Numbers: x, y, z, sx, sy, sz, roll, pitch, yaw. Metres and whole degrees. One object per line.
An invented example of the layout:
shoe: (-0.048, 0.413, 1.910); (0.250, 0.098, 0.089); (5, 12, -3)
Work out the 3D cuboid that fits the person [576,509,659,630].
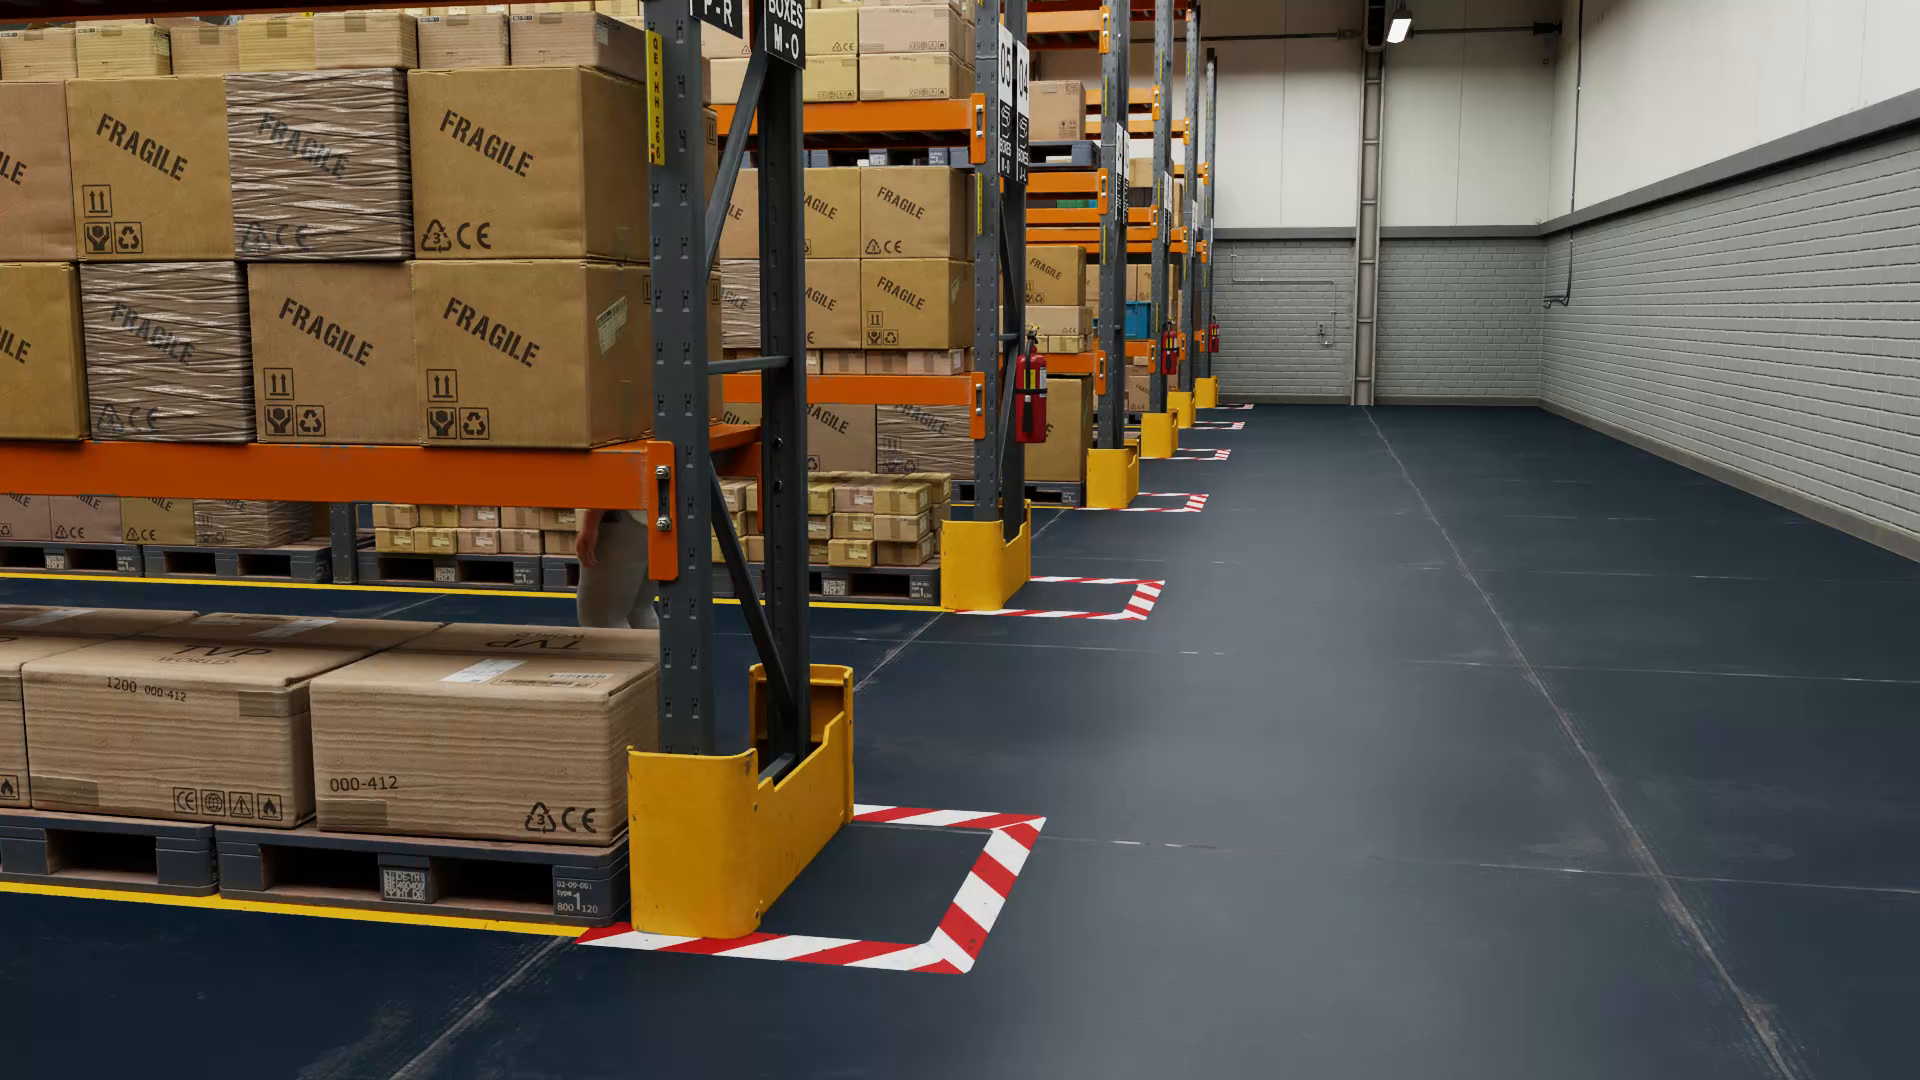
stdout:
person: (-1.293, -0.086, 6.396); (0.433, 1.750, 0.608); (1, 8, 8)
